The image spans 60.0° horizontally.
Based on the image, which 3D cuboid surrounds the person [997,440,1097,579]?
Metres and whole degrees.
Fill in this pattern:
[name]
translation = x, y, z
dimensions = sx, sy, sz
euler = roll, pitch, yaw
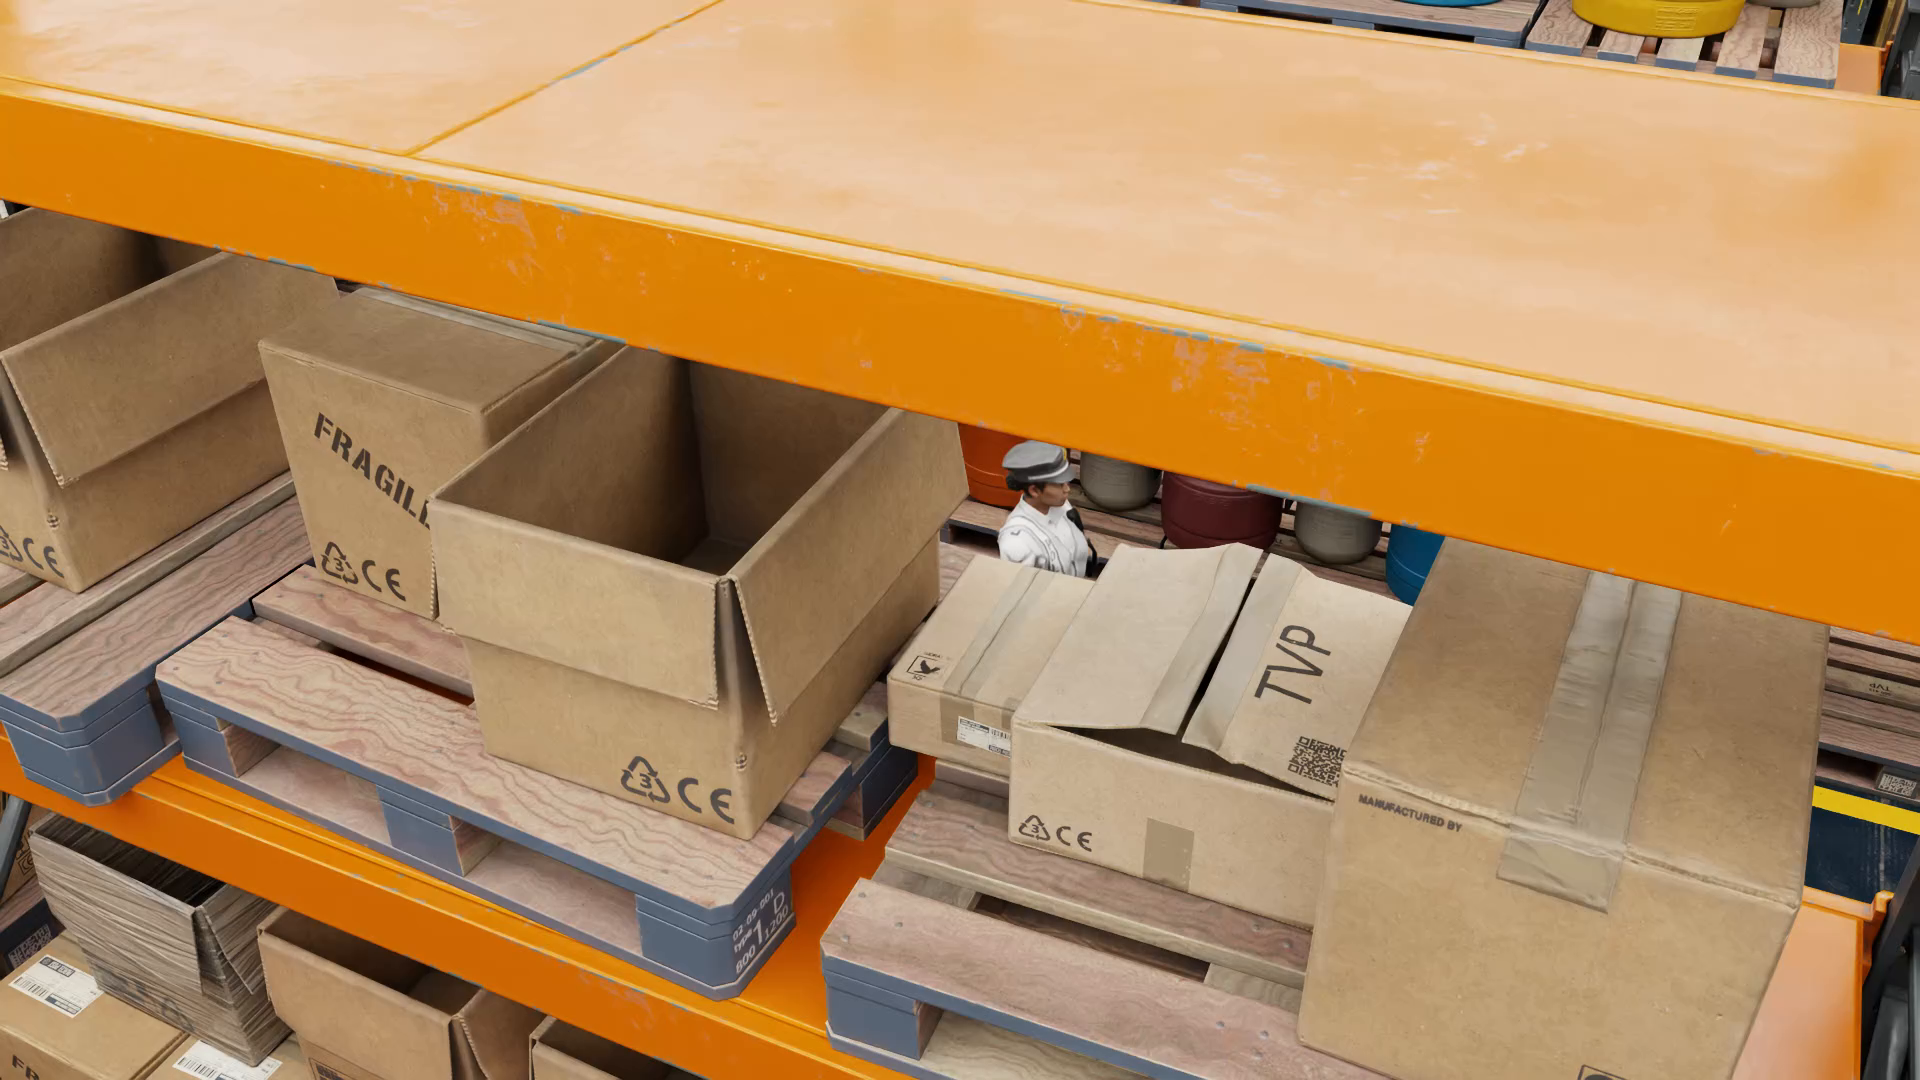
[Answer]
[person]
translation = 0.327, 0.346, 6.617
dimensions = 0.344, 1.692, 0.466
euler = 15, 37, 22
